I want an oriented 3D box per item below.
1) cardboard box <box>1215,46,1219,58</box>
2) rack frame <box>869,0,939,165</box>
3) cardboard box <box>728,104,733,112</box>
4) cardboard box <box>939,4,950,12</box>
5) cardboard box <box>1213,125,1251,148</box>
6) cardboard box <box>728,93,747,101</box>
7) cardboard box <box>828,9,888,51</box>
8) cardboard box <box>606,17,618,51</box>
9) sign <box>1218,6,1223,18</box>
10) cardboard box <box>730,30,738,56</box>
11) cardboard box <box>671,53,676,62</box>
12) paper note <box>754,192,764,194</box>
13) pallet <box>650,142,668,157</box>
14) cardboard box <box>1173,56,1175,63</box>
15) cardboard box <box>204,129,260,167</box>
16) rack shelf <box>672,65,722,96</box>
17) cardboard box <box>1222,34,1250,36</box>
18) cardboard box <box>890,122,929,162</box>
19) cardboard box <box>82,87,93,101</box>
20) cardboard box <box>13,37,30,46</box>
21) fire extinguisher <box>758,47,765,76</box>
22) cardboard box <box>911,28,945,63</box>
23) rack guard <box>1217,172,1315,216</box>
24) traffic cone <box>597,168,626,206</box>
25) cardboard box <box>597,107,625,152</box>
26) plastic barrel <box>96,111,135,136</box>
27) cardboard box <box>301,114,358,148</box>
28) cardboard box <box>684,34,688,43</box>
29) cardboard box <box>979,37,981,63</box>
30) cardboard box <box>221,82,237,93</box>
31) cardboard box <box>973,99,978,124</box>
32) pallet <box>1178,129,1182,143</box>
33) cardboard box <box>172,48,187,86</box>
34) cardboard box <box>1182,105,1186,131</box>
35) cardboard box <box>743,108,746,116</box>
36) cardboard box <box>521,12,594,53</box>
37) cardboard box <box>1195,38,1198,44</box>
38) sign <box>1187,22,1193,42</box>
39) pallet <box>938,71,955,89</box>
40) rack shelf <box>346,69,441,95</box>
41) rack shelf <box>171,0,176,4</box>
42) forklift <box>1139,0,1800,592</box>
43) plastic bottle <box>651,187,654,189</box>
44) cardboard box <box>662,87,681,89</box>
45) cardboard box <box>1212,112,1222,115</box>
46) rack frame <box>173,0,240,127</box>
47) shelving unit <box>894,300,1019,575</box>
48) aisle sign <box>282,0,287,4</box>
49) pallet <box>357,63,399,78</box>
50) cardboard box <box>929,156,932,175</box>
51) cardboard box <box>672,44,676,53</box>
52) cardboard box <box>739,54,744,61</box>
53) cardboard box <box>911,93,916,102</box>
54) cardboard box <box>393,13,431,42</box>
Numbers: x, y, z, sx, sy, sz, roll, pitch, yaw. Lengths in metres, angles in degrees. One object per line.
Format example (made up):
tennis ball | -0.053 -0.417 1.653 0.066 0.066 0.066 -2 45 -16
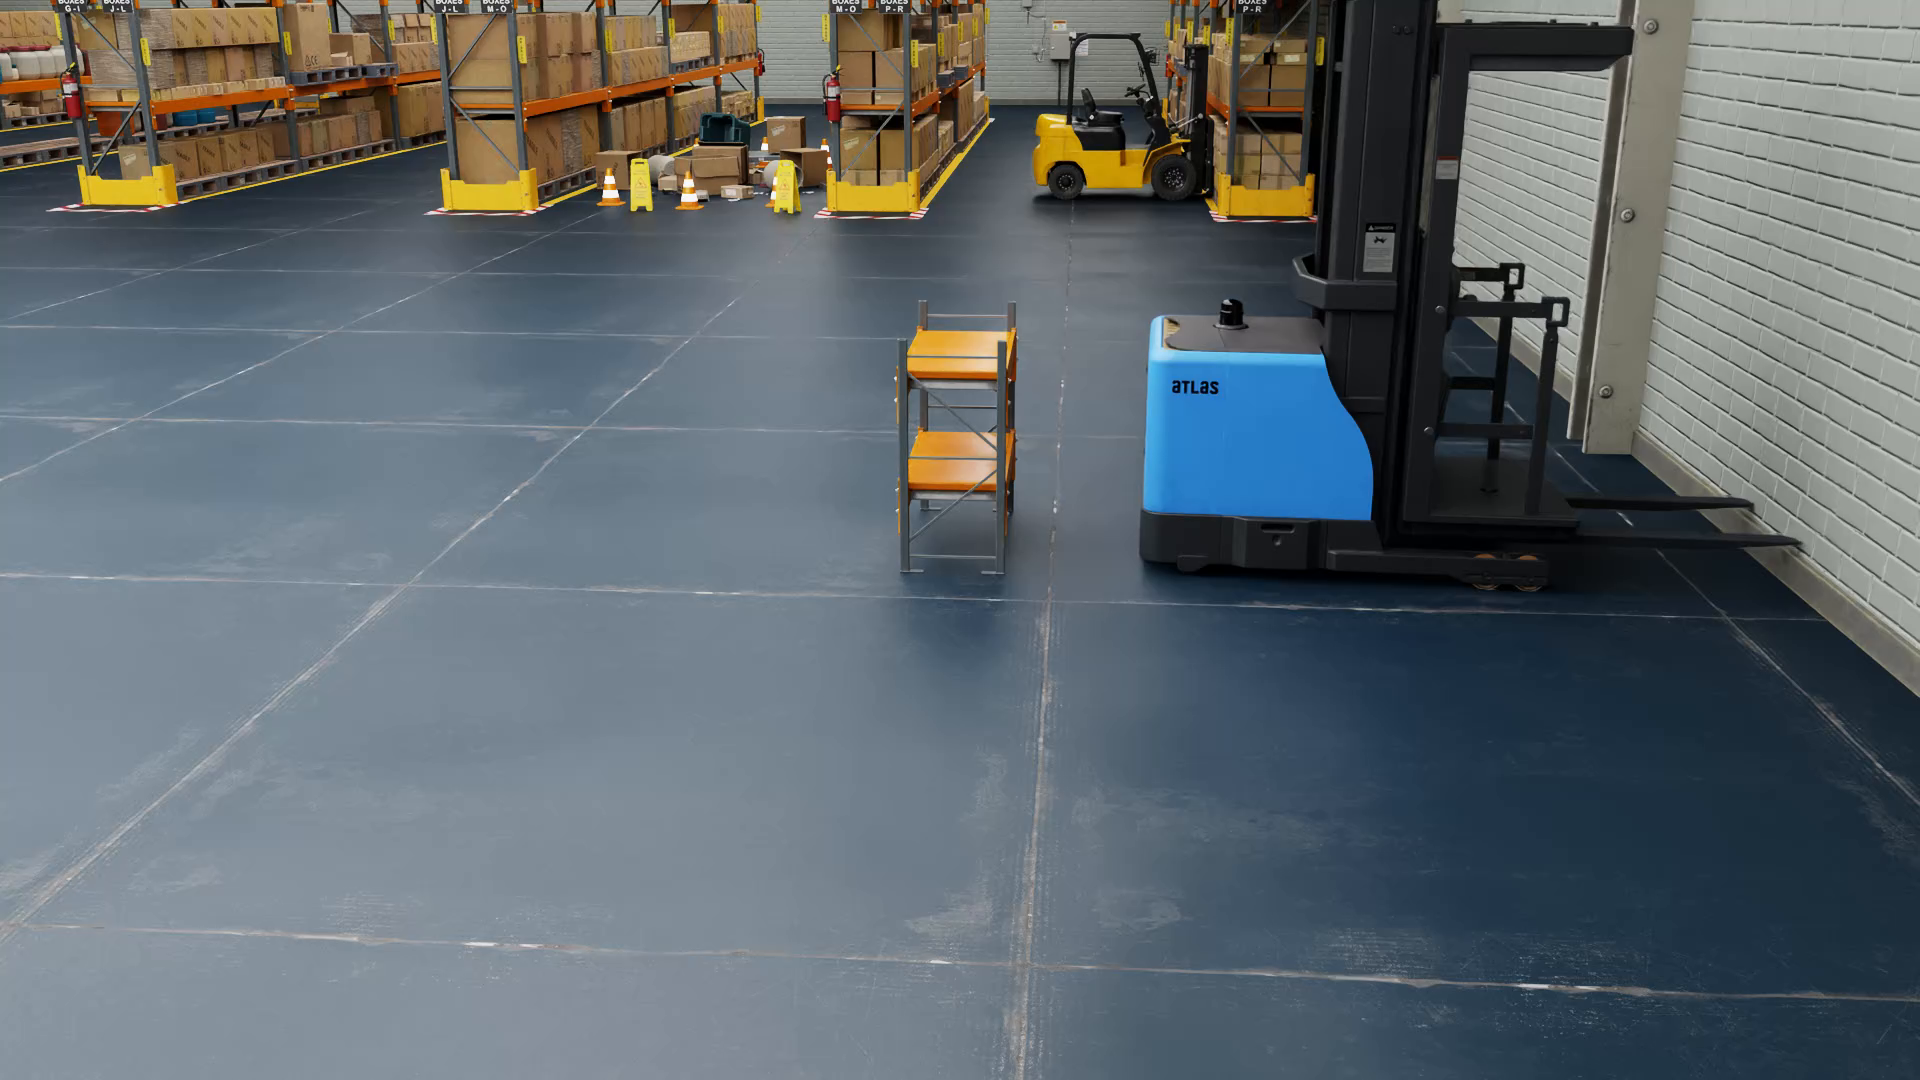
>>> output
cardboard box | 3.721 -6.722 22.918 0.380 0.149 0.250 1 18 3
rack frame | -0.826 -6.888 24.626 1.000 3.000 0.127 1 18 4
cardboard box | -4.876 -8.869 34.098 0.380 0.149 0.250 2 18 6
cardboard box | -0.393 -10.463 32.728 0.380 0.149 0.250 1 18 4
cardboard box | 3.618 -5.369 22.128 0.500 0.250 0.500 2 18 5
cardboard box | -4.708 -9.327 35.020 0.380 0.149 0.250 2 18 6
cardboard box | -1.293 -6.473 21.116 0.700 0.500 0.500 1 18 3
cardboard box | -5.705 -7.803 25.654 0.700 0.500 0.500 1 18 3
sign | 5.538 -11.187 35.379 0.100 0.325 0.005 1 18 4
cardboard box | -4.809 -10.098 33.784 0.500 0.500 0.500 1 18 3
cardboard box | -5.231 -8.507 29.297 0.380 0.149 0.250 2 18 7
paper note | -2.819 -4.827 23.125 0.148 0.019 0.142 8 20 23
pallet | -5.615 -6.641 28.350 1.003 0.211 1.213 1 18 4
cardboard box | 4.548 -9.808 33.943 0.380 0.149 0.250 2 18 5
cardboard box | -10.812 -5.819 24.705 0.500 0.500 0.500 7 20 21
rack shelf | -5.340 -8.488 30.666 1.077 0.370 4.000 1 18 4
cardboard box | 3.869 -7.020 23.350 0.380 0.149 0.250 1 18 3
cardboard box | -0.700 -5.464 22.819 0.500 0.500 0.500 2 18 5
cardboard box | -19.524 -9.905 37.142 0.500 0.500 0.500 1 18 4
cardboard box | -19.675 -10.175 34.496 0.500 0.500 0.500 2 18 5
fire extinguisher | -4.431 -10.548 36.518 0.296 0.674 0.183 1 18 4
cardboard box | -0.506 -7.415 24.923 0.500 0.500 0.500 2 18 5
rack guard | 3.837 -4.340 20.866 1.175 0.500 0.348 1 18 4
traffic cone | -4.602 -4.652 21.877 0.336 0.463 0.334 1 18 4
cardboard box | -5.815 -6.292 25.746 1.050 0.750 0.750 1 18 4
plastic barrel | -15.345 -7.782 30.167 0.600 0.830 0.708 1 18 4
cardboard box | -10.512 -6.815 27.712 0.700 0.500 0.500 3 18 9
cardboard box | -5.164 -9.119 30.210 0.380 0.149 0.250 2 18 6
cardboard box | 0.162 -10.030 34.056 0.500 0.500 0.500 2 18 6
cardboard box | -10.554 -6.451 23.695 0.380 0.149 0.250 1 18 4
cardboard box | -0.100 -8.547 33.130 0.875 0.438 0.875 1 18 3
pallet | 4.679 -7.684 31.534 1.003 0.211 1.213 1 18 4
cardboard box | -11.014 -6.383 22.449 0.875 0.500 0.500 1 18 4
cardboard box | 4.328 -7.648 30.285 0.500 0.500 0.500 1 18 2
cardboard box | -4.722 -9.050 35.130 0.380 0.149 0.250 0 18 1
cardboard box | -5.754 -7.264 23.799 0.875 0.550 0.550 1 18 4
cardboard box | 4.078 -8.201 27.431 0.380 0.149 0.250 2 18 5
sign | 3.870 -8.542 27.942 0.100 0.325 0.005 1 18 4
pallet | -0.626 -7.031 25.370 1.003 0.211 1.213 1 18 4
rack shelf | -10.280 -8.630 31.100 1.077 0.370 4.000 1 18 4
rack shelf | -15.220 -10.166 30.970 1.077 0.370 4.000 1 18 4
forklift | 2.413 -1.328 7.769 3.031 2.935 1.130 2 18 7
plastic bottle | -4.480 -4.979 23.521 0.283 0.061 0.133 -5 19 -15
cardboard box | -5.549 -8.430 31.469 0.500 0.250 0.500 2 18 5
cardboard box | 4.267 -6.486 26.538 0.875 0.625 0.625 1 18 2
rack frame | -15.077 -9.704 33.221 1.000 3.000 0.127 1 18 4
shelving unit | 0.000 -0.537 8.254 0.538 1.125 1.048 1 18 4
aisle sign | -15.081 -12.211 36.696 0.394 0.787 0.004 1 18 4
pallet | -10.368 -8.036 28.439 1.213 0.211 1.003 1 18 4
cardboard box | -0.669 -5.267 23.423 0.500 0.250 0.500 2 18 5
cardboard box | -5.231 -8.660 29.287 0.380 0.149 0.250 2 18 7
cardboard box | -4.753 -10.151 34.989 0.380 0.149 0.250 0 18 1
cardboard box | -0.778 -5.786 21.667 0.380 0.149 0.250 1 18 2
cardboard box | -10.264 -9.513 30.866 0.797 0.503 0.637 2 18 6
